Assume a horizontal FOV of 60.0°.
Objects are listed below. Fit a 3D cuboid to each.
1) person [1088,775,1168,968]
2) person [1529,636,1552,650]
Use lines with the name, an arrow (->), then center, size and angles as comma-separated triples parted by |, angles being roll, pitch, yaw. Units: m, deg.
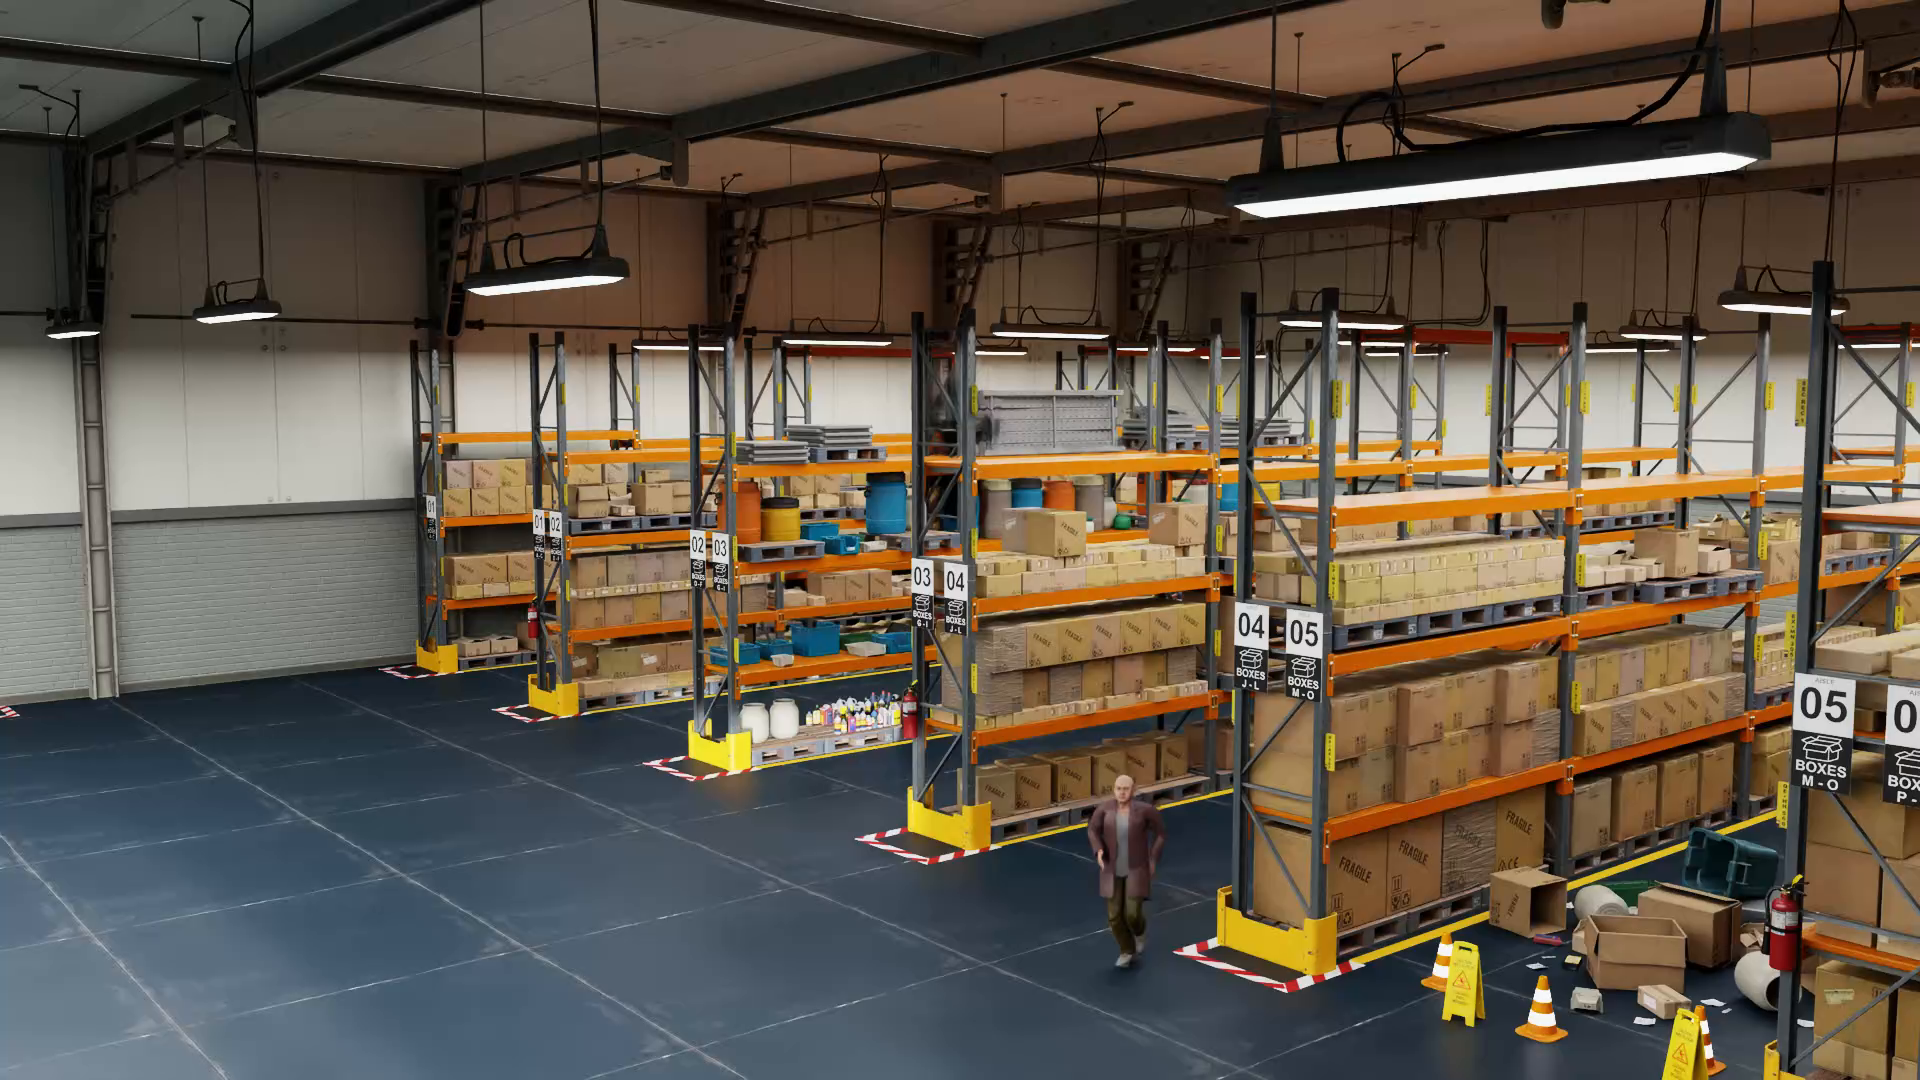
person -> 1.462, 2.932, 14.751 | 0.709, 1.721, 0.660 | 2, 6, 20
person -> 8.191, 2.098, 23.380 | 0.652, 1.838, 0.833 | 5, 7, 44
